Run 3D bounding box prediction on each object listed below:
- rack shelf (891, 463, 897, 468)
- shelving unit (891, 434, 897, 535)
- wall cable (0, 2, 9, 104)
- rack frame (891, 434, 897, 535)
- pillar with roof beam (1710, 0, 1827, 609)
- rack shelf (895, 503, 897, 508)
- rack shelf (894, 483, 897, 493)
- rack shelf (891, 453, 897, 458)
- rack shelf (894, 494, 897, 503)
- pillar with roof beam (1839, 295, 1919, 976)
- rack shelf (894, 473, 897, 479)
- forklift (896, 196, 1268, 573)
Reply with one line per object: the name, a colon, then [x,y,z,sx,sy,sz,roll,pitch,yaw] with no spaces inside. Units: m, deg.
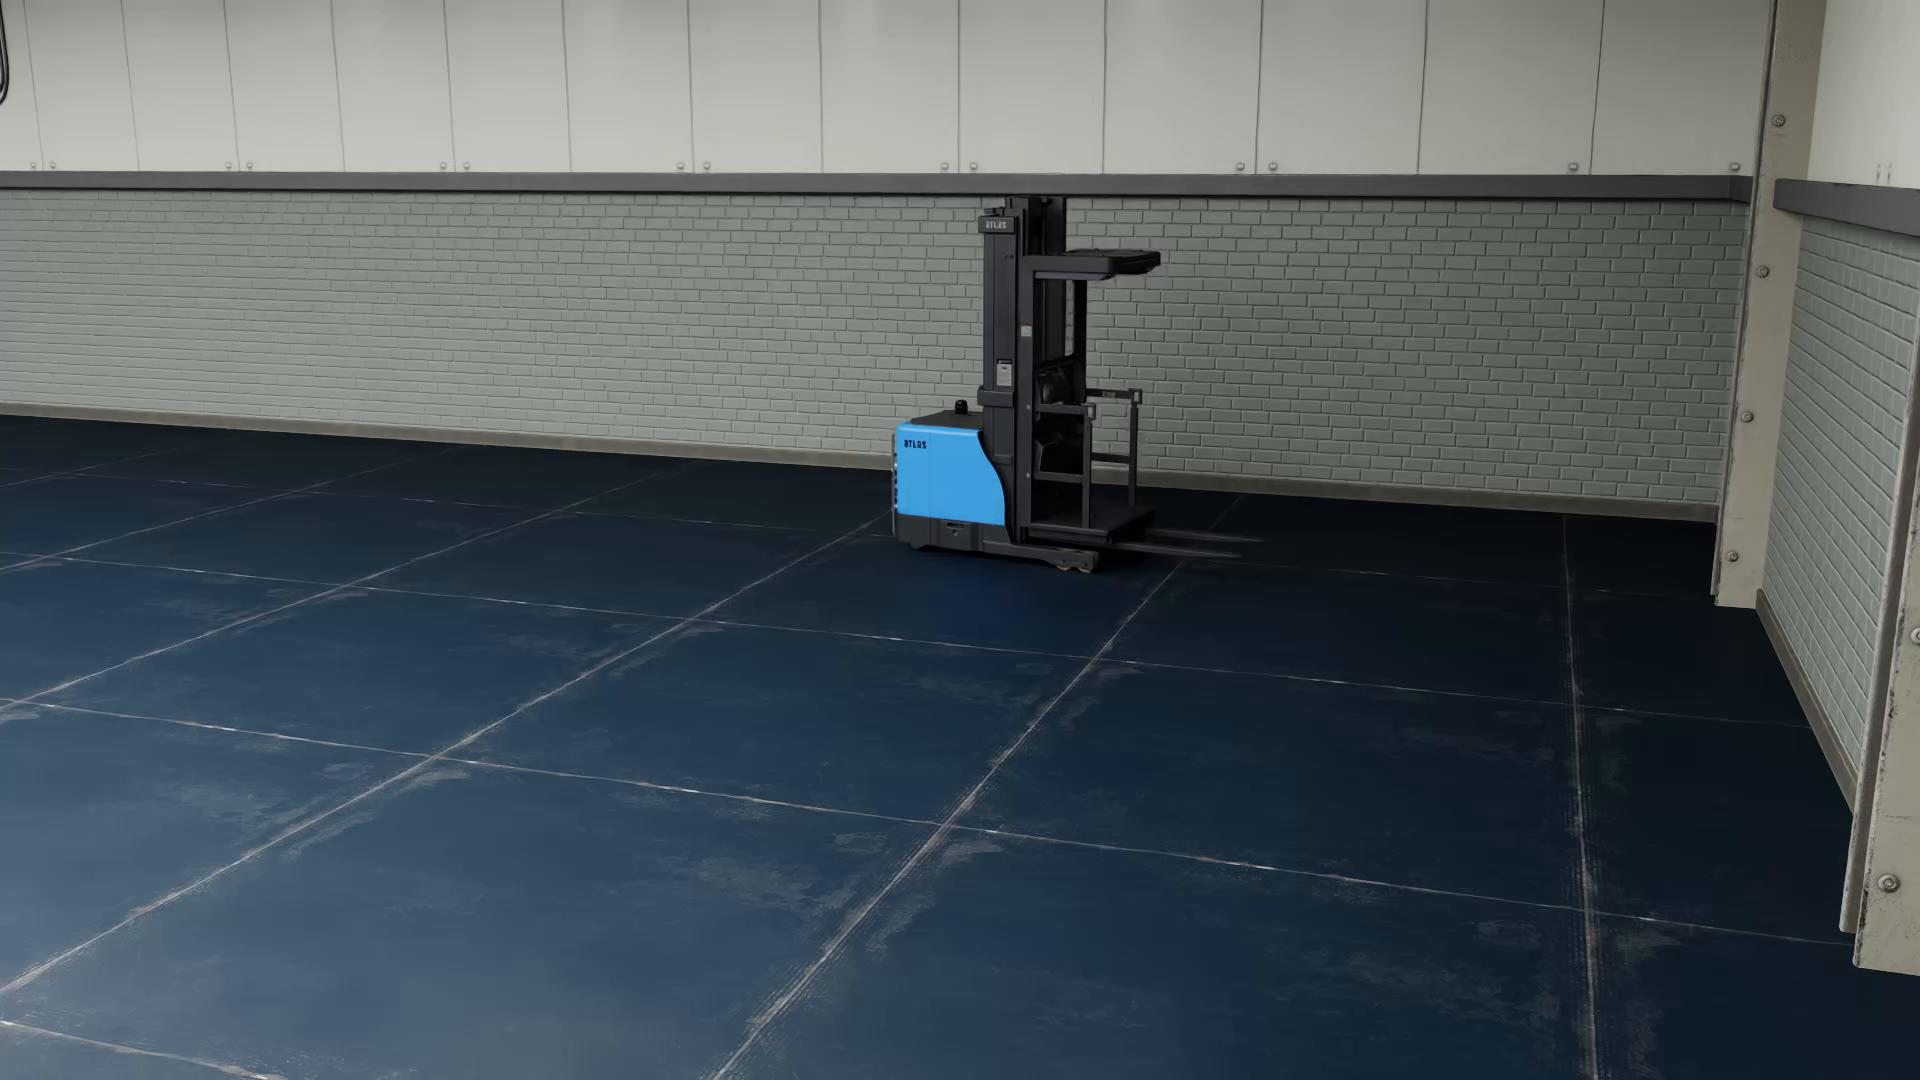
rack shelf: [-0.443,-0.635,14.589,0.258,0.077,0.200,6,14,25]
shelving unit: [-0.443,-0.492,14.622,0.258,0.900,0.210,6,14,25]
wall cable: [-12.802,-7.695,20.337,2.305,6.003,0.169,4,14,18]
rack frame: [-0.488,-0.472,14.533,0.240,0.900,0.006,6,14,25]
pillar with roof beam: [1.748,-4.241,12.846,9.100,9.000,0.400,4,14,18]
rack shelf: [-0.443,-0.284,14.669,0.258,0.077,0.200,6,14,25]
rack shelf: [-0.443,-0.460,14.629,0.258,0.077,0.200,6,14,25]
rack shelf: [-0.443,-0.723,14.569,0.258,0.077,0.200,6,14,25]
rack shelf: [-0.443,-0.372,14.649,0.258,0.077,0.200,6,14,25]
pillar with roof beam: [-0.194,-2.978,7.311,9.100,9.000,0.400,4,14,18]
rack shelf: [-0.443,-0.547,14.609,0.258,0.077,0.200,6,14,25]
forklift: [1.002,-1.301,13.600,3.031,2.935,1.130,7,14,27]
